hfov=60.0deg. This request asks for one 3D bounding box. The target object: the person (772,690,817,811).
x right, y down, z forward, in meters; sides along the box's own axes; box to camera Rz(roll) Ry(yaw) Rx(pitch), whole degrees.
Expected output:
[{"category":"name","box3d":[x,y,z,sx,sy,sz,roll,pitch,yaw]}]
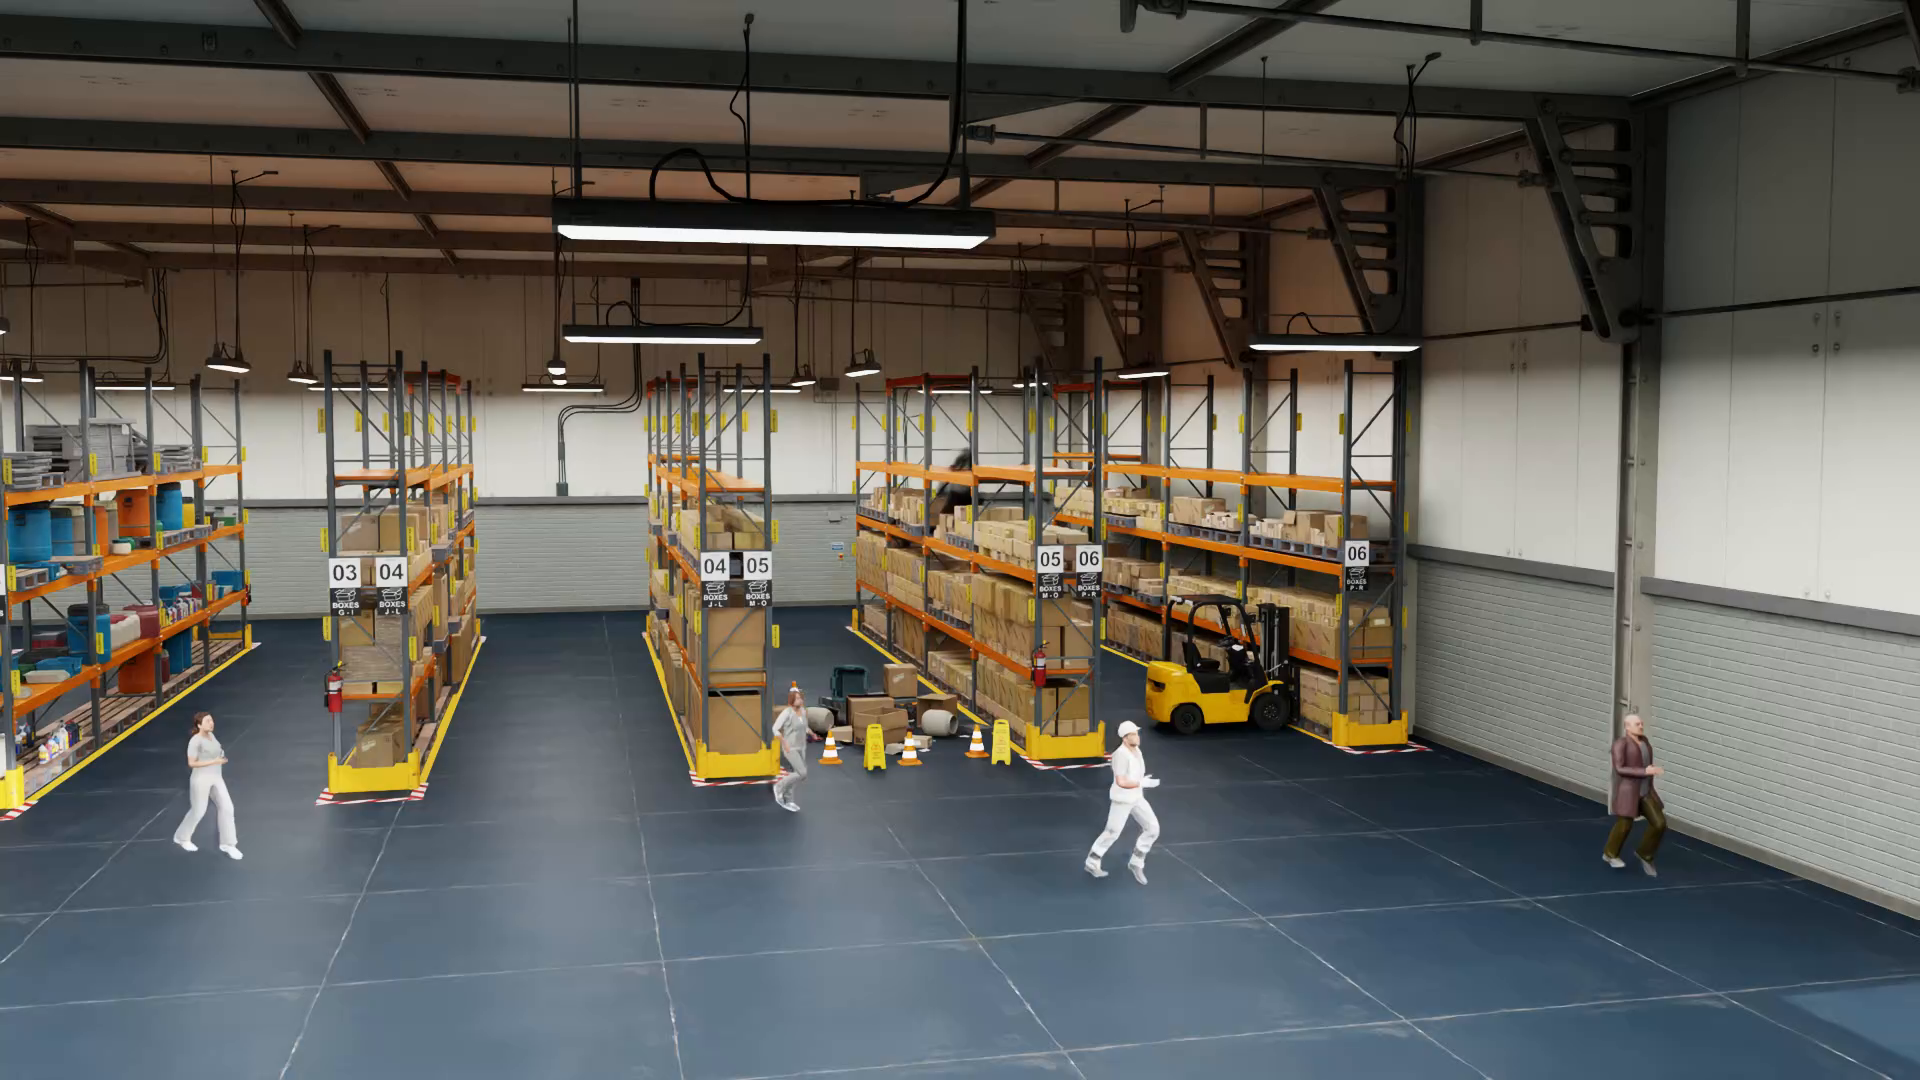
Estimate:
[{"category":"person","box3d":[-2.117,2.727,21.552,0.549,1.568,0.523,3,5,34]}]

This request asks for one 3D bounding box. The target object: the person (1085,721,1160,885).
[{"category":"person","box3d":[1.816,2.849,18.087,0.898,1.795,0.673,3,5,37]}]

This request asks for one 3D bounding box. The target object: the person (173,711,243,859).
[{"category":"person","box3d":[-8.726,2.828,19.198,0.862,1.713,0.556,1,4,18]}]

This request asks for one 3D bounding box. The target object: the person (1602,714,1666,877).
[{"category":"person","box3d":[7.498,2.841,18.454,0.689,1.826,0.798,-2,4,-21]}]
